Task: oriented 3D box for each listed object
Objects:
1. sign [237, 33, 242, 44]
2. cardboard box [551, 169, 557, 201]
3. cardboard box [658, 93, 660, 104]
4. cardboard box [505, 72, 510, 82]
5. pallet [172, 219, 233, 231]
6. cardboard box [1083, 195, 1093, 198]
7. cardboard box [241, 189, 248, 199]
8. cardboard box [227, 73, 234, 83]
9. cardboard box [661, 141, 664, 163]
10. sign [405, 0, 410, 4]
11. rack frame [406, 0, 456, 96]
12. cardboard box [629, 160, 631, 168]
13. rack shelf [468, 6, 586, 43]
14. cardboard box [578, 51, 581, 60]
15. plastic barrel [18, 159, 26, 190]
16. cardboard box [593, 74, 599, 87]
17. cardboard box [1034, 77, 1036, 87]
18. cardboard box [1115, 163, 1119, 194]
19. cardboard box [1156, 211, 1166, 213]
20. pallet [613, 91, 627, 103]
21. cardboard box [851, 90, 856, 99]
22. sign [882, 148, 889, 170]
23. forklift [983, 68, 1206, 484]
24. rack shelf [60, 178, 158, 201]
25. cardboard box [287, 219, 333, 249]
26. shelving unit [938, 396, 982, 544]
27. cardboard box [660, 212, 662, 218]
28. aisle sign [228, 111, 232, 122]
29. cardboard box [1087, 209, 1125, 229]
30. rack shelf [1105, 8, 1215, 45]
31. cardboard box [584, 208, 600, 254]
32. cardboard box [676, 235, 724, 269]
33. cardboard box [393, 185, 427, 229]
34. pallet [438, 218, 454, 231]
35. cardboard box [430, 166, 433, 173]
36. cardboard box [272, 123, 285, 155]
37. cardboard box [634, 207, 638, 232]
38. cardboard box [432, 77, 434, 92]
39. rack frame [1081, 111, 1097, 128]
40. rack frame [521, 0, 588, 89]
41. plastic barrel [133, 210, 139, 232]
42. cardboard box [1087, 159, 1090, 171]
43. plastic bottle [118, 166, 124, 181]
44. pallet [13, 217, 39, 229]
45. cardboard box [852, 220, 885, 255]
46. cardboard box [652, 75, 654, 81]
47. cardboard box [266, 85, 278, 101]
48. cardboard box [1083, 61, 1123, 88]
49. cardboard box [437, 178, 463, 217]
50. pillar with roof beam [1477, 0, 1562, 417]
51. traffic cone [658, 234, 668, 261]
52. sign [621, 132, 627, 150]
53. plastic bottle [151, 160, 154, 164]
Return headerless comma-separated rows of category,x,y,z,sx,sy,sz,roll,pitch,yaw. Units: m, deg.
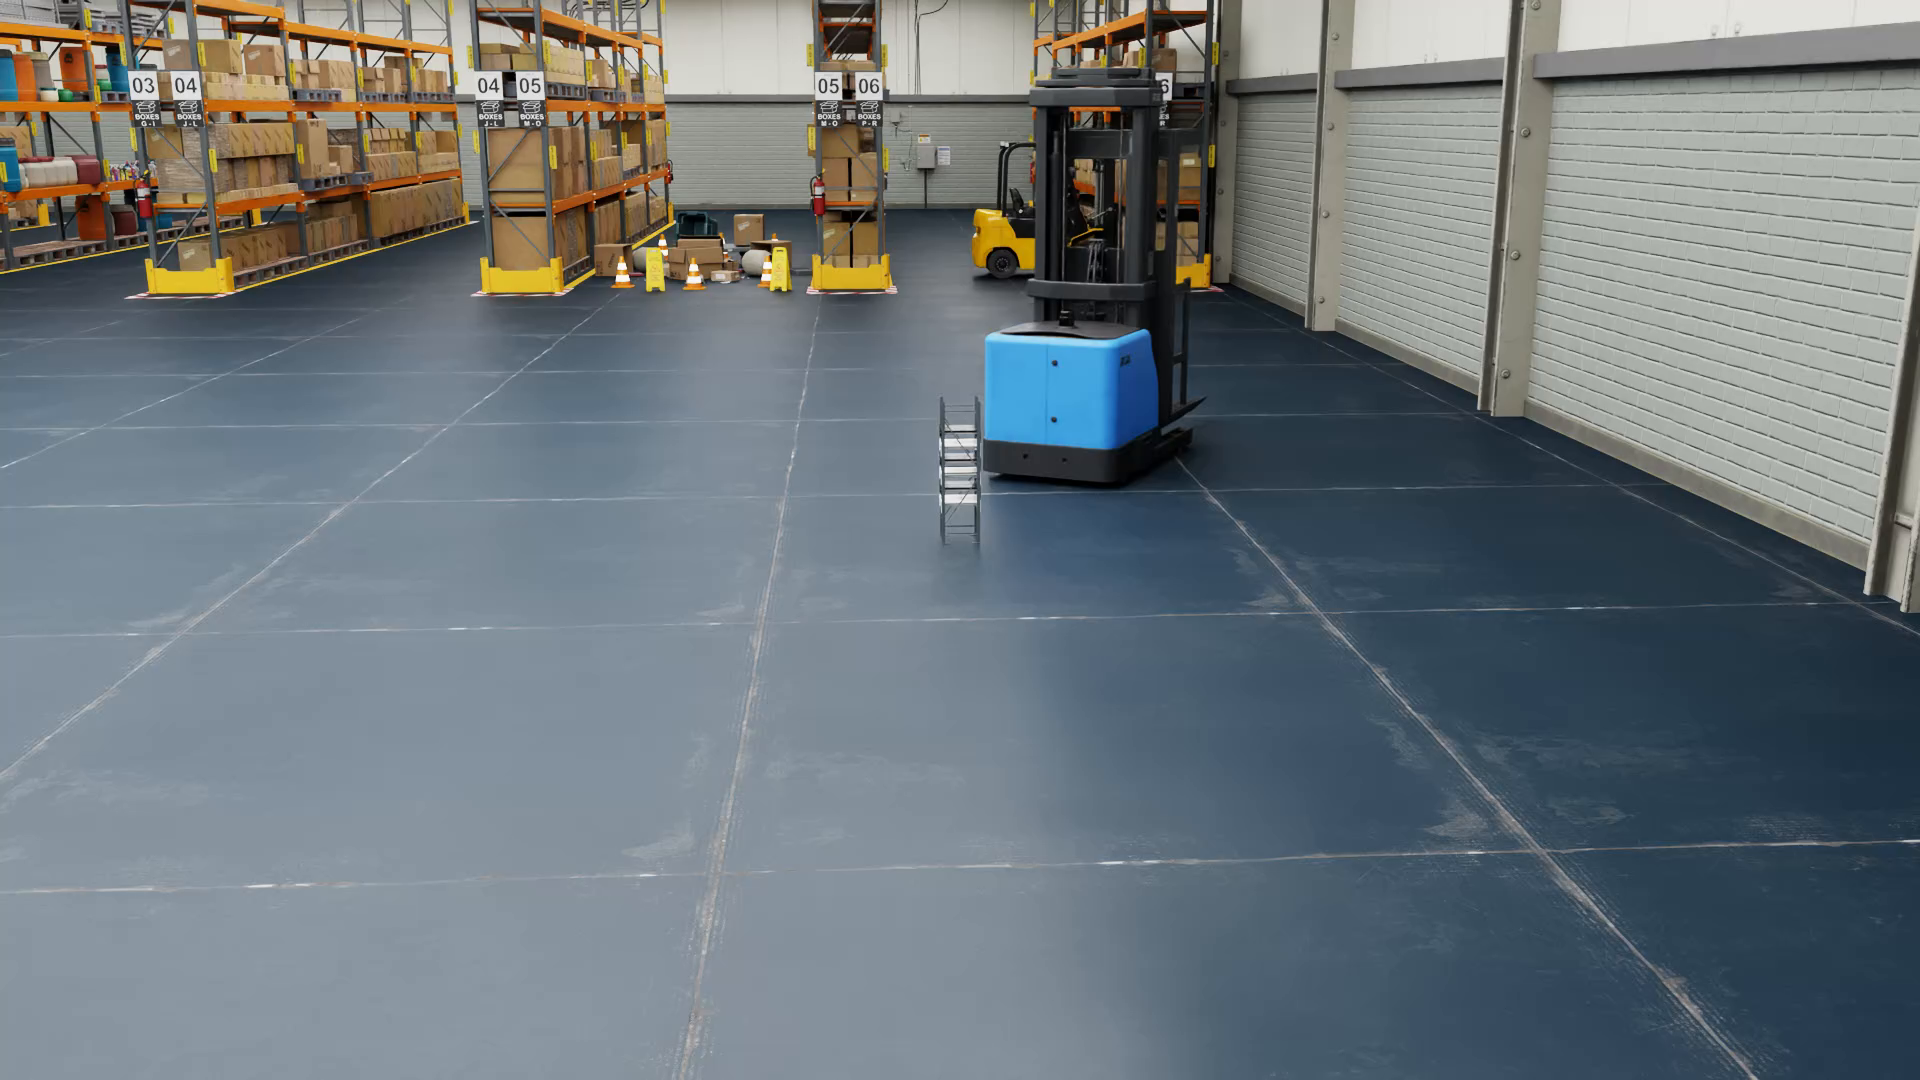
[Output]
sign,-16.947,-11.834,39.107,0.100,0.325,0.005,-1,14,-3
cardboard box,-6.727,-5.521,25.665,0.875,0.550,0.550,-1,14,-3
cardboard box,-7.246,-10.221,38.511,0.500,0.250,0.500,0,14,-1
cardboard box,-6.977,-6.944,24.935,0.380,0.149,0.250,-1,14,-3
pallet,-17.410,-7.213,38.137,1.003,0.211,1.213,-1,14,-3
cardboard box,2.897,-7.478,36.444,0.380,0.149,0.250,-1,14,-3
cardboard box,-11.424,-5.433,26.126,0.380,0.149,0.250,-1,14,-3
cardboard box,-11.361,-7.071,25.468,0.380,0.149,0.250,-1,14,-4
cardboard box,-7.283,-9.156,39.296,0.500,0.500,0.500,-1,14,-4
sign,-11.763,-11.561,35.367,0.100,0.325,0.005,-1,14,-3
rack frame,-12.551,-12.054,39.315,1.000,3.000,0.127,-1,14,-3
cardboard box,-7.024,-7.801,34.487,0.380,0.149,0.250,-1,14,-5
rack shelf,-6.727,-8.081,26.122,1.077,0.370,4.000,-1,14,-3
cardboard box,-6.495,-8.036,27.578,0.380,0.149,0.250,-1,14,-4
plastic barrel,-16.592,-6.395,29.087,0.433,0.535,0.433,0,14,0
cardboard box,-6.755,-8.323,30.063,0.396,0.266,0.258,-1,14,-3
cardboard box,2.070,-11.031,40.060,0.500,0.250,0.500,-1,14,-4
cardboard box,2.885,-6.073,27.911,0.500,0.500,0.500,-1,14,-4
cardboard box,3.307,-5.505,28.572,0.500,0.250,0.500,-1,14,-4
pallet,-7.006,-8.412,31.561,1.213,0.211,1.003,0,14,-1
cardboard box,-1.471,-6.805,25.438,0.380,0.149,0.250,-1,14,-5
sign,-1.127,-5.750,25.117,0.100,0.325,0.005,-1,14,-3
forklift,1.225,-2.146,12.986,1.130,2.935,3.031,6,16,23
rack shelf,-17.123,-7.231,34.056,1.077,0.370,4.000,-1,14,-3
cardboard box,-11.870,-5.578,30.318,0.700,0.500,0.500,-2,15,-8
shelving unit,0.000,-0.438,10.422,0.258,0.900,0.210,-1,14,-3
cardboard box,-7.200,-7.642,39.086,0.380,0.149,0.250,-2,15,-6
aisle sign,-17.207,-10.353,39.529,0.394,0.787,0.004,-1,14,-3
cardboard box,2.905,-5.958,31.584,0.875,0.625,0.625,-1,15,-6
rack shelf,3.161,-8.260,26.818,1.077,0.370,4.000,-1,14,-3
cardboard box,-6.979,-5.482,29.486,1.050,0.750,0.750,-1,14,-4
cardboard box,-4.371,-4.809,27.935,0.797,0.637,0.503,-1,14,-3
cardboard box,-12.244,-7.169,35.791,1.225,0.875,0.875,-1,14,-3
pallet,-12.351,-7.298,38.466,1.003,0.211,1.213,-1,14,-3
cardboard box,-12.041,-8.307,37.296,0.380,0.149,0.250,-1,14,-5
cardboard box,-11.473,-6.609,27.388,0.500,0.500,0.500,-1,14,-3
cardboard box,-6.959,-6.635,34.470,0.500,0.500,0.500,-1,14,-5
cardboard box,-12.471,-10.503,38.064,0.700,0.500,0.500,-2,15,-7
rack frame,2.541,-8.384,37.092,1.000,3.000,0.127,-1,14,-3
rack frame,-6.851,-9.121,27.916,1.000,3.000,0.127,-1,14,-3
plastic barrel,-17.240,-6.622,34.394,0.421,0.512,0.421,0,14,0
cardboard box,2.674,-7.063,31.256,0.500,0.250,0.500,-1,14,-3
plastic bottle,-16.695,-7.288,33.065,0.061,0.283,0.133,-1,14,-3
pallet,-22.384,-7.429,38.976,1.003,0.211,1.213,-1,14,-3
cardboard box,-1.445,-4.768,26.208,0.500,0.500,0.500,-1,14,-5
cardboard box,-7.207,-10.554,38.003,0.380,0.149,0.250,-1,14,-5
cardboard box,-11.497,-7.305,27.178,0.500,0.250,0.500,-1,14,-2
cardboard box,2.722,-8.834,31.579,0.700,0.500,0.500,-1,14,-5
cardboard box,-12.432,-8.165,39.661,0.875,0.875,0.875,-1,14,-3
pillar with roof beam,0.588,-5.441,13.615,9.100,9.000,0.400,-1,14,-3
traffic cone,-5.427,-5.344,30.367,0.336,0.463,0.334,-1,14,-3
sign,-6.545,-7.780,32.422,0.100,0.325,0.005,-1,14,-3
plastic bottle,-17.007,-7.827,35.028,0.144,0.351,0.185,-1,14,-3
